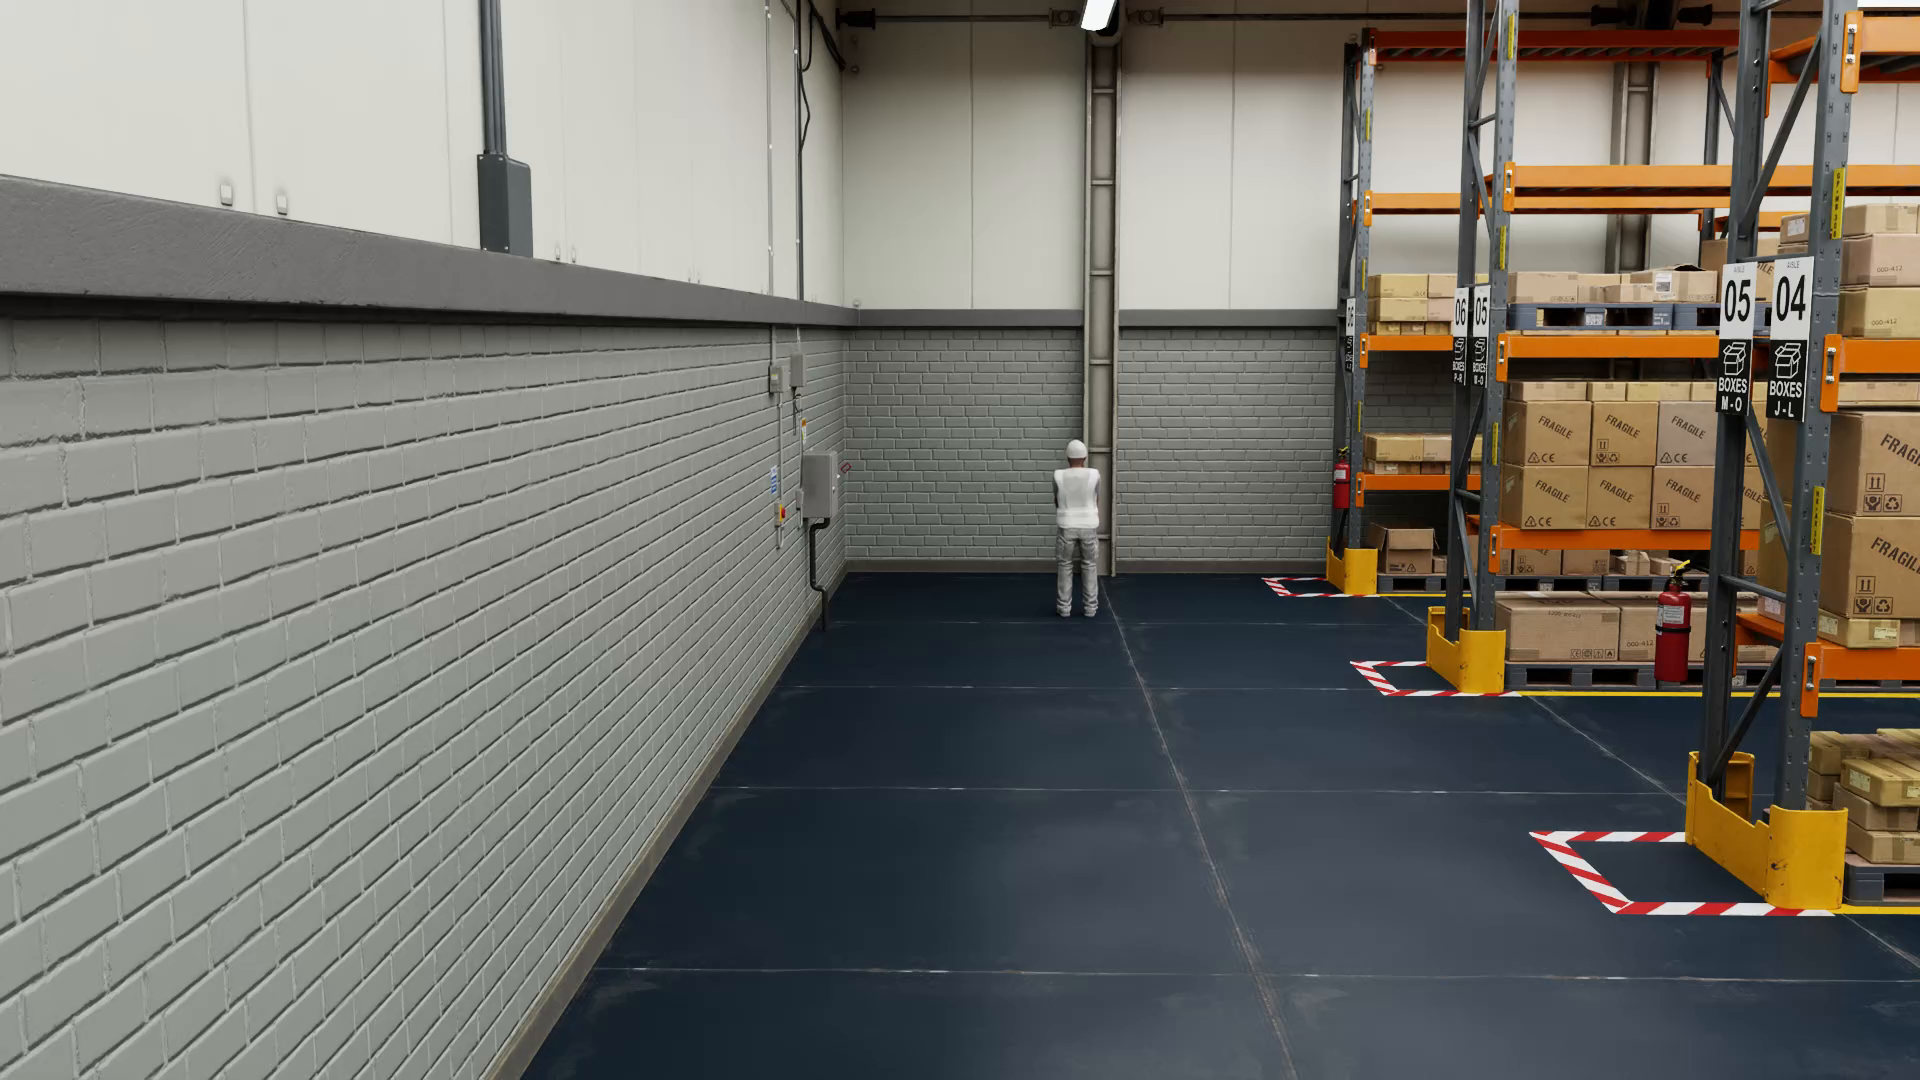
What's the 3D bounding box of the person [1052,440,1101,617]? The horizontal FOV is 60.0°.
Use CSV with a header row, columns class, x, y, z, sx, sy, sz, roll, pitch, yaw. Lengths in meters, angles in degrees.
class,x,y,z,sx,sy,sz,roll,pitch,yaw
person,1.166,-0.132,16.764,0.487,1.778,0.584,0,7,1
